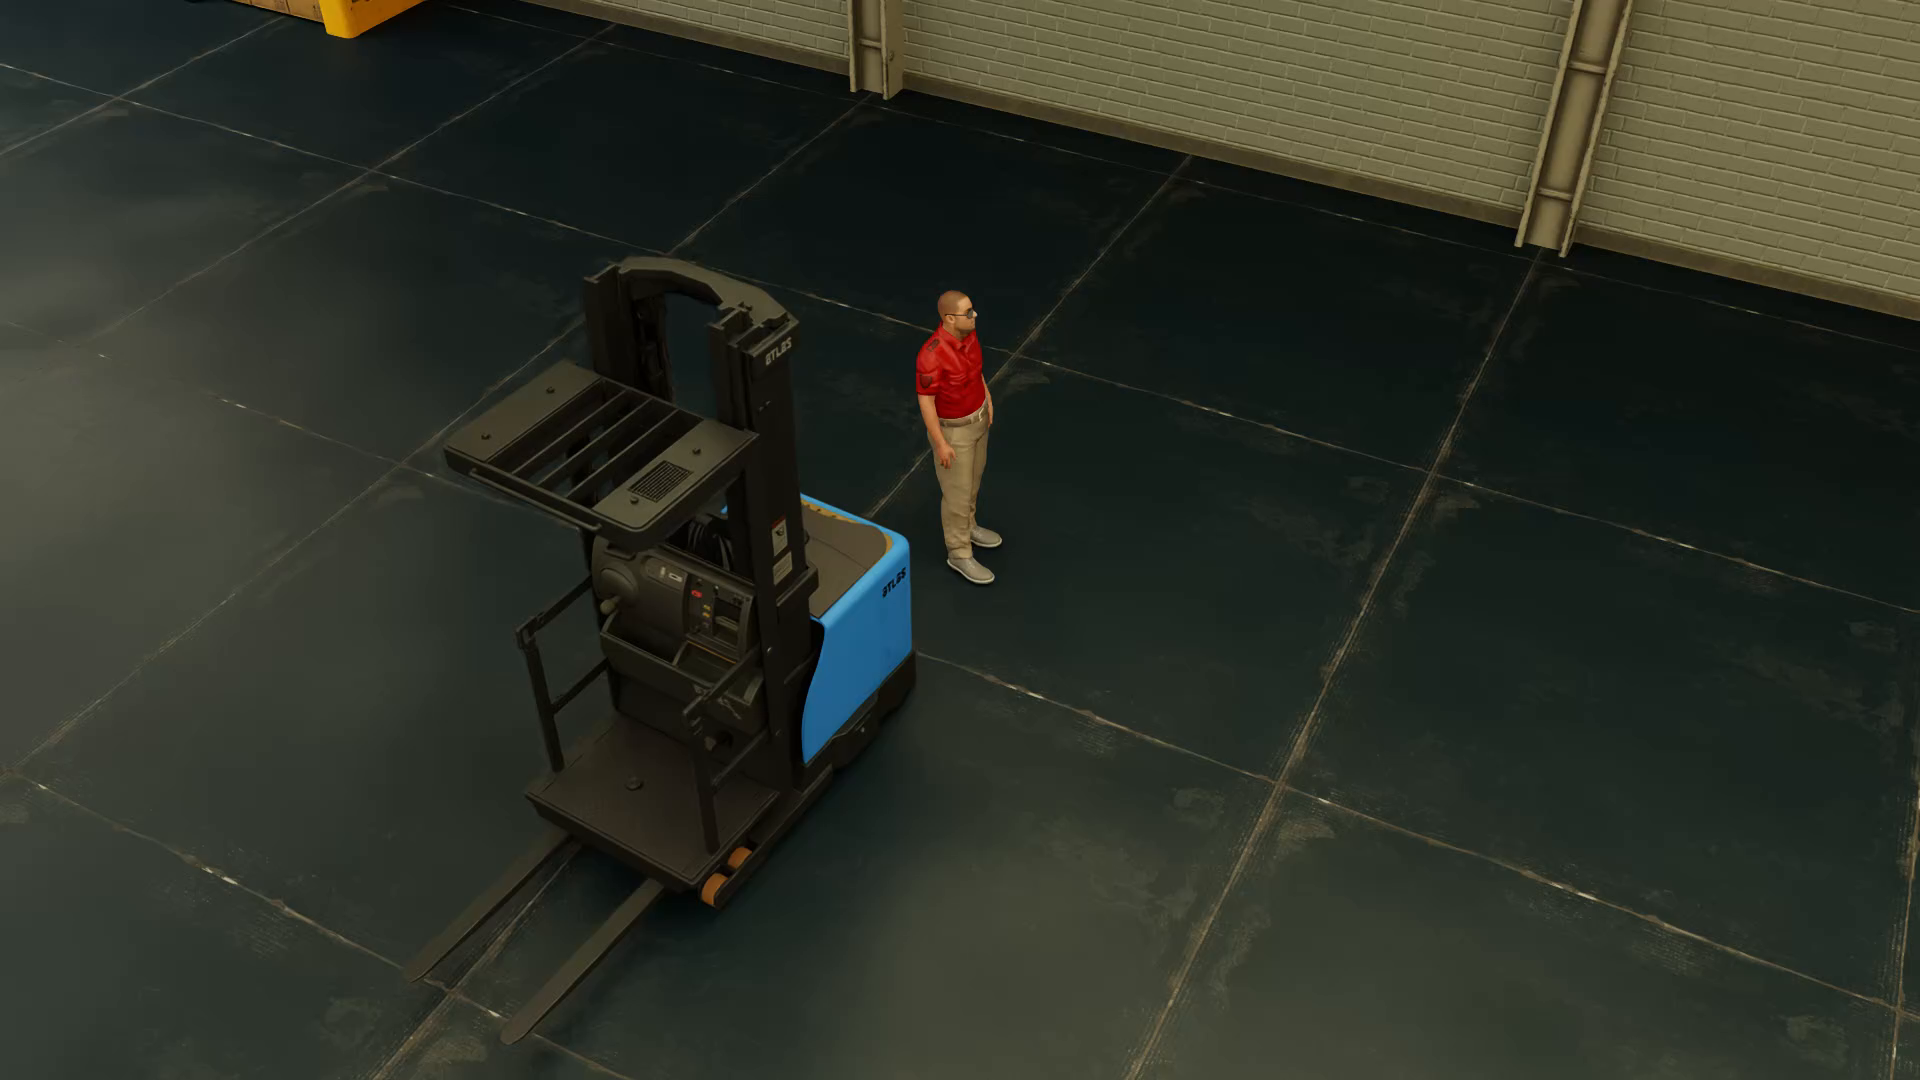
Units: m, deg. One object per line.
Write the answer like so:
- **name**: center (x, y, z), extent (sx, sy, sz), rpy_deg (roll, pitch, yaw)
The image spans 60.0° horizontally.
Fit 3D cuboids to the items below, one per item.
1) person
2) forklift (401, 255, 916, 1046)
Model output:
- **person**: center (0.075, -0.634, 9.660), extent (0.550, 1.728, 0.641), rpy_deg (18, 43, 21)
- **forklift**: center (-1.455, 0.325, 7.600), extent (1.130, 2.935, 3.031), rpy_deg (22, 45, 24)
